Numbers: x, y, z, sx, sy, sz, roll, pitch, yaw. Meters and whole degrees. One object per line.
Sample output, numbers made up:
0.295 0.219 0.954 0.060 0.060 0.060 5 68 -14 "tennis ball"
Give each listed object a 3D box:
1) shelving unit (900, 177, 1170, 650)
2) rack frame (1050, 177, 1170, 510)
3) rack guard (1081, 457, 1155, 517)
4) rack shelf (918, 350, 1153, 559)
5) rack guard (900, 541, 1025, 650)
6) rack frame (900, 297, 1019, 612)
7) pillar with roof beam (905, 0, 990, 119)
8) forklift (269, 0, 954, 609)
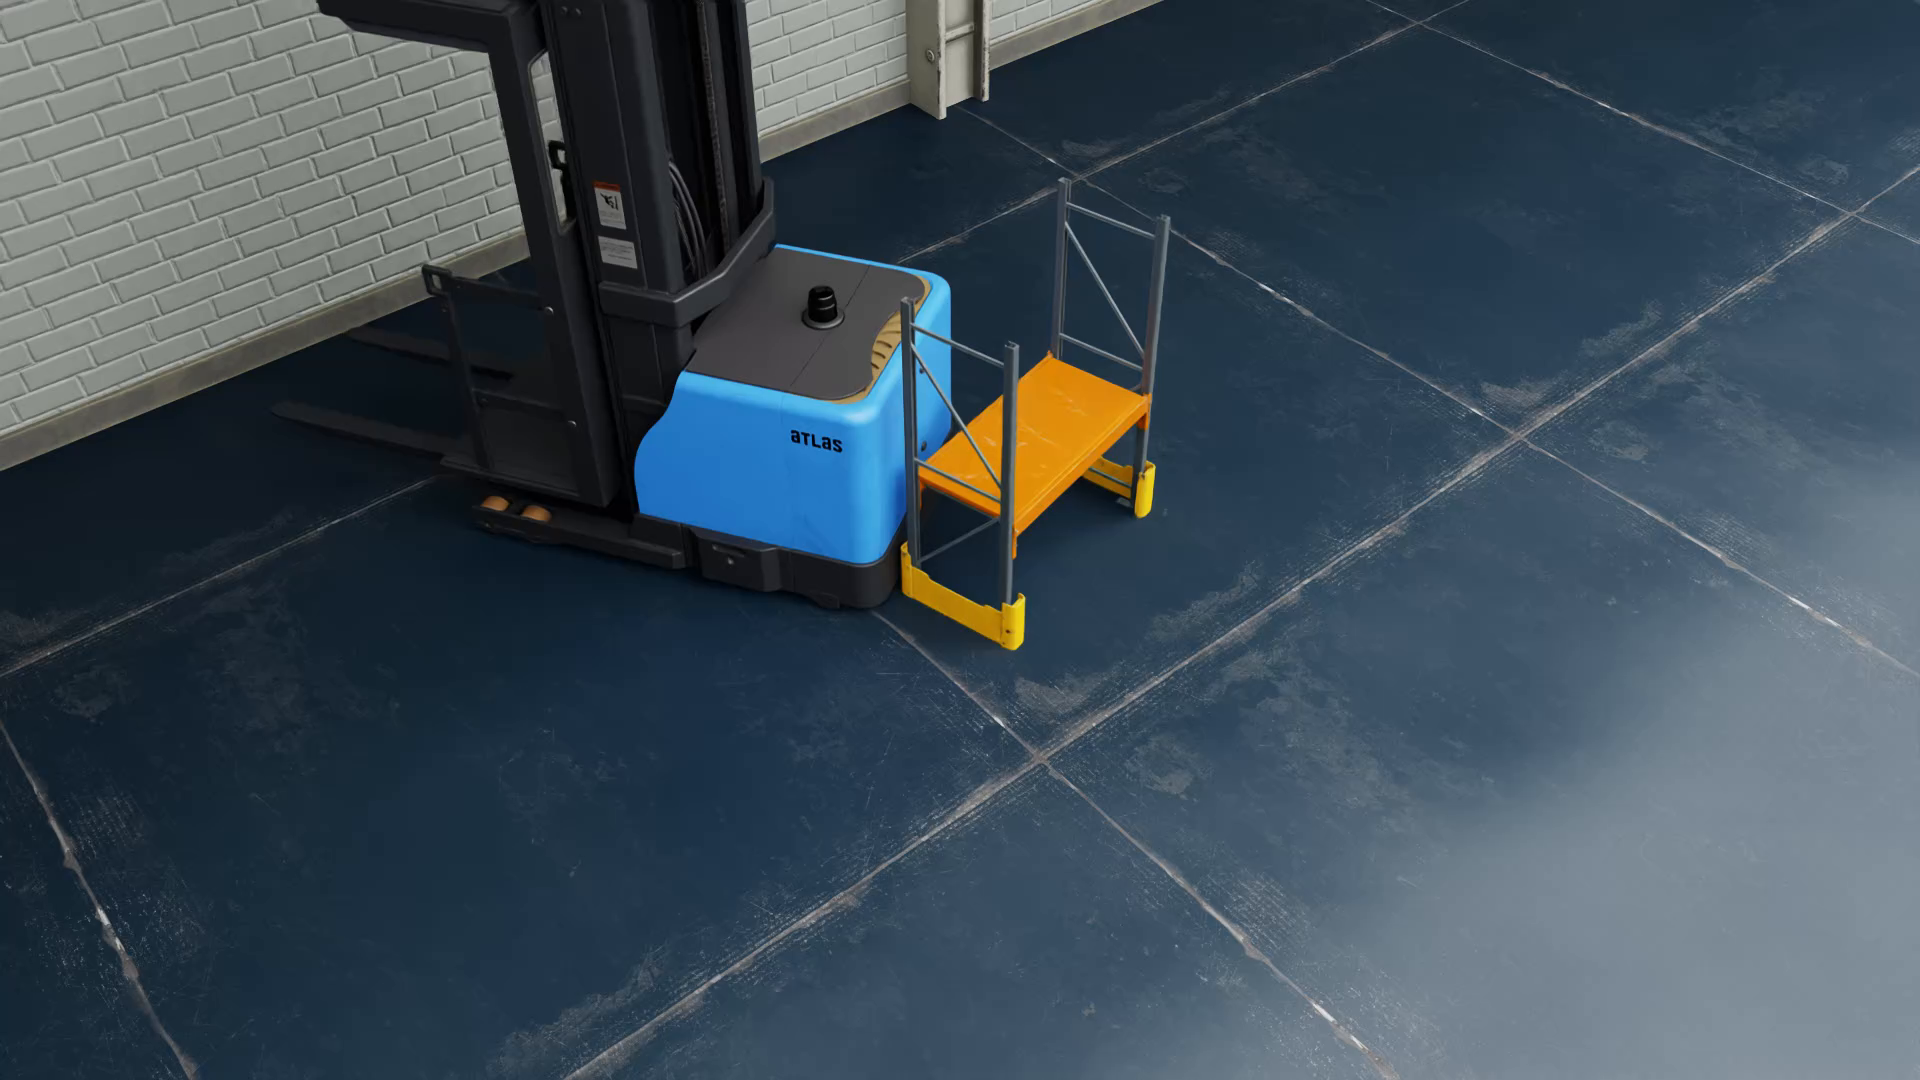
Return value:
0.301 -0.508 6.695 0.587 1.500 1.083 27 49 26 "shelving unit"
0.597 -0.783 6.988 0.500 1.500 0.032 27 49 26 "rack frame"
0.596 -0.327 7.416 0.587 0.250 0.087 27 49 26 "rack guard"
0.296 -0.372 6.813 0.538 0.185 1.000 27 49 26 "rack shelf"
0.007 0.223 6.830 0.587 0.250 0.087 27 49 26 "rack guard"
-0.005 -0.222 6.391 0.500 1.500 0.032 27 49 26 "rack frame"
2.692 -3.695 4.611 0.400 9.000 9.100 -30 51 -28 "pillar with roof beam"
-1.600 -1.383 6.582 3.031 2.935 1.130 13 45 13 "forklift"
